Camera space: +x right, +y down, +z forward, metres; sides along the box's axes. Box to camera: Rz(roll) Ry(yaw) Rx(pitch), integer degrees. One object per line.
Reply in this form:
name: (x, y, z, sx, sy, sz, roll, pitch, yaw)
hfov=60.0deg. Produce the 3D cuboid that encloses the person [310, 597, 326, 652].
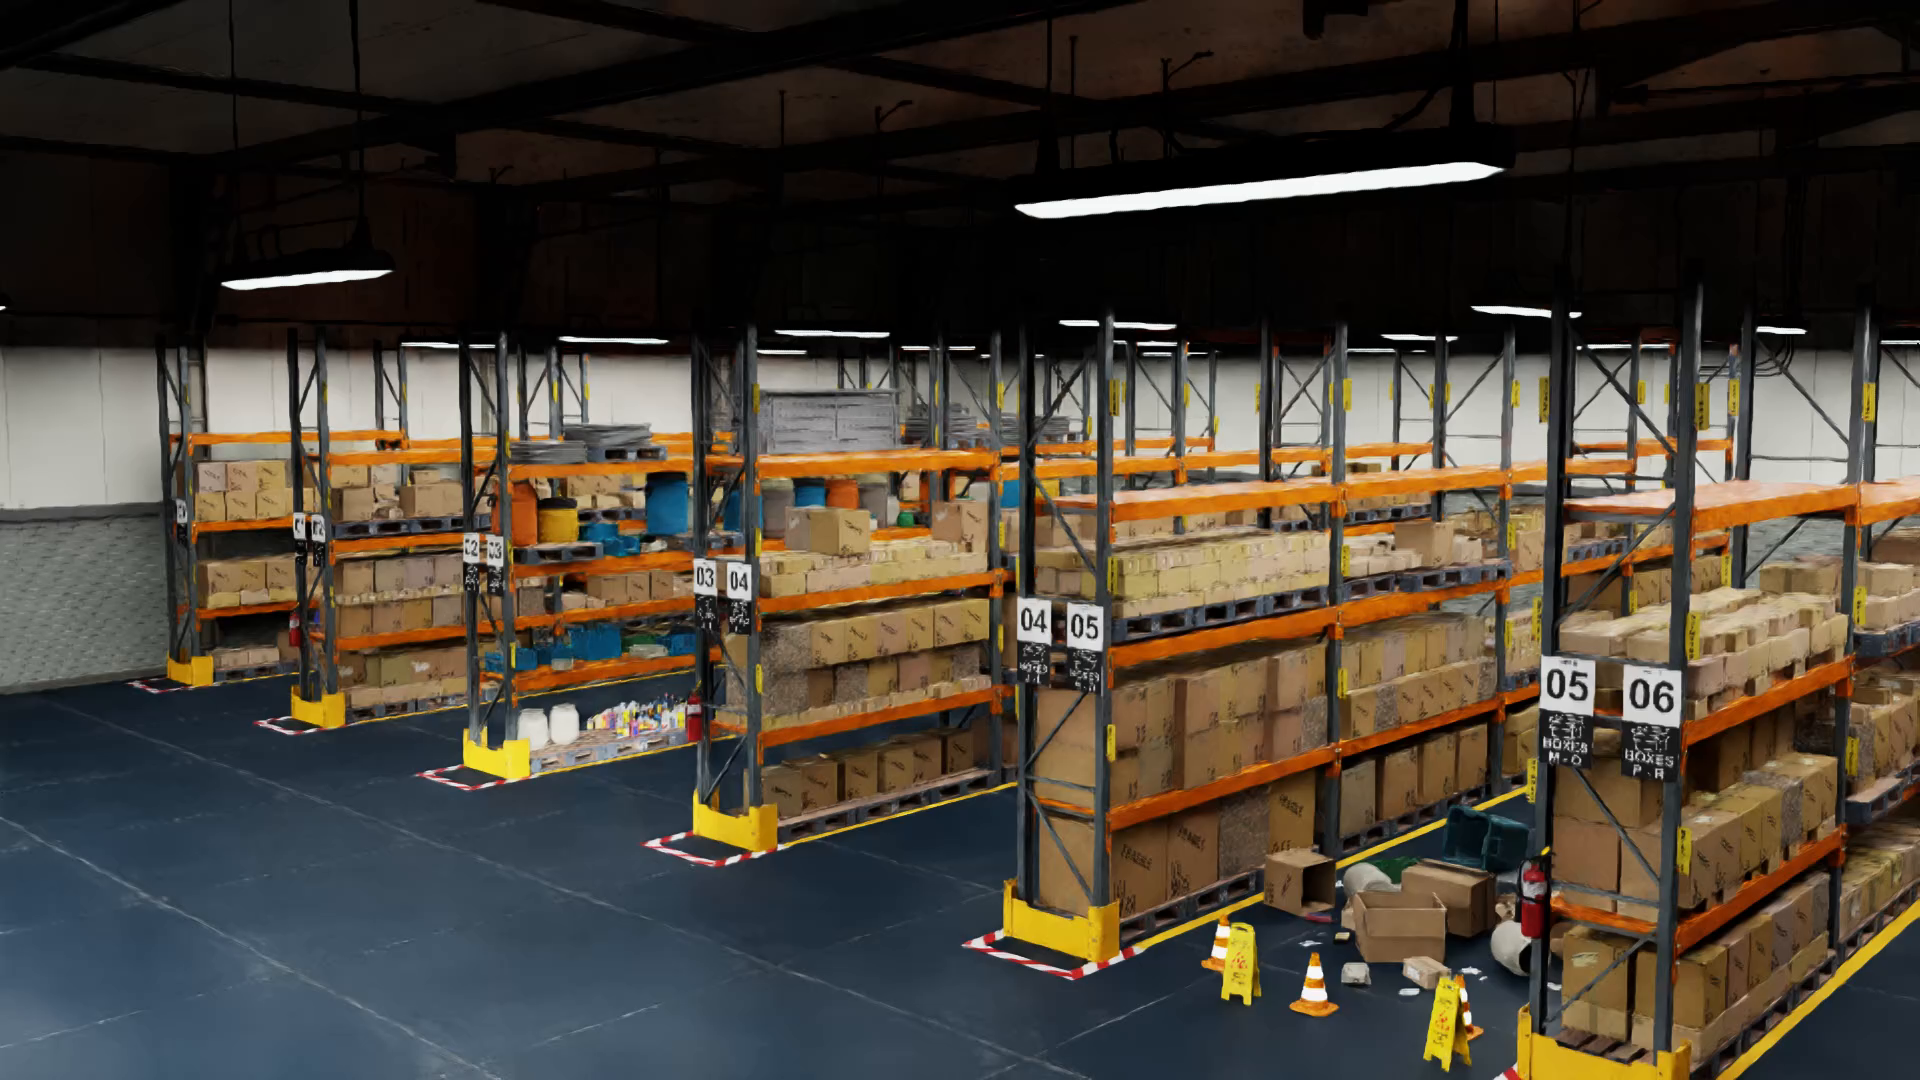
person: (-10.668, 1.720, 28.245, 0.619, 1.578, 0.798, 2, 6, 24)
